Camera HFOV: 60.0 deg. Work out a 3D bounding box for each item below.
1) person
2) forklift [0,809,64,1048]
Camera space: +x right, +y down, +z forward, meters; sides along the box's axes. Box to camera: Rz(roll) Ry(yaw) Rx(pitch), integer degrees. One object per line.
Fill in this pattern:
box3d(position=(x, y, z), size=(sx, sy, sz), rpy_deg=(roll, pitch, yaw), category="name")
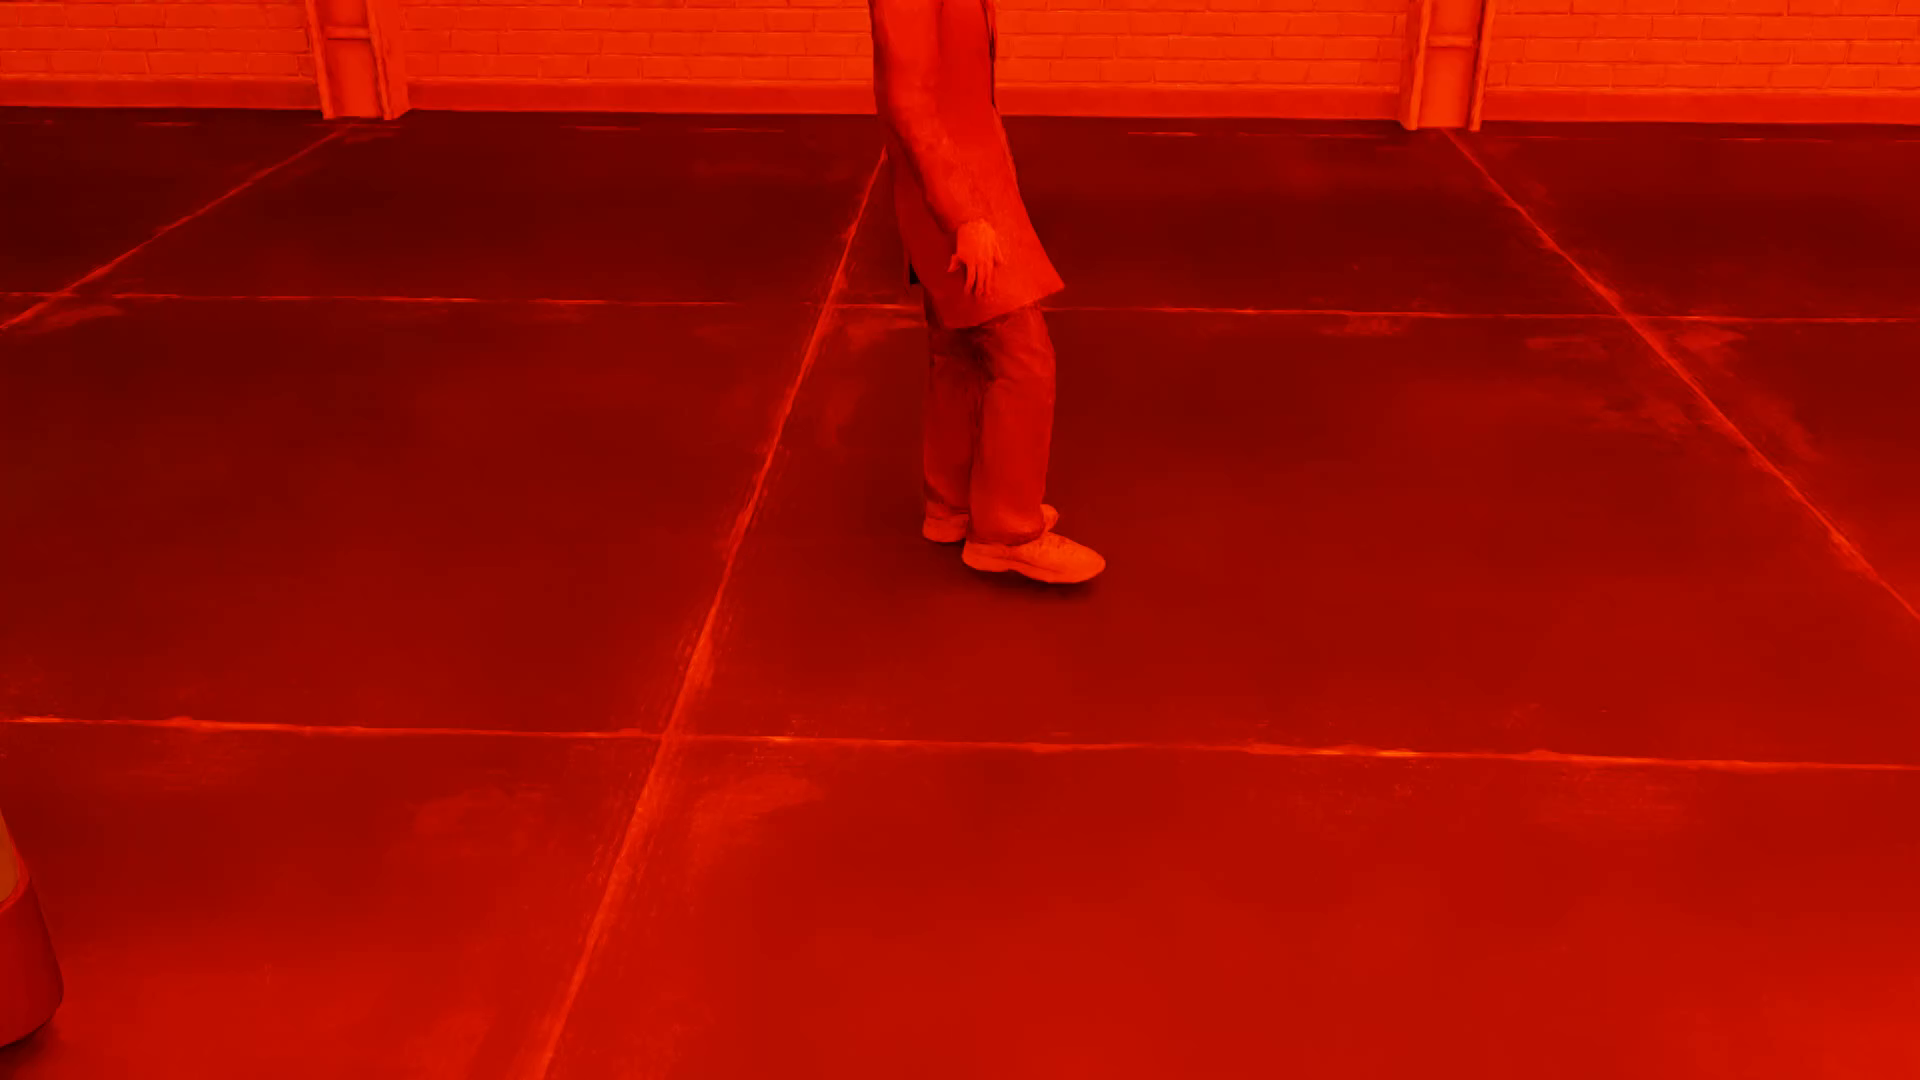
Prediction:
box3d(position=(0.089, -0.801, 4.117), size=(0.586, 1.775, 0.694), rpy_deg=(1, 26, 2), category="person")
box3d(position=(-2.969, -0.220, 1.653), size=(3.031, 2.935, 1.130), rpy_deg=(-20, 32, -34), category="forklift")
